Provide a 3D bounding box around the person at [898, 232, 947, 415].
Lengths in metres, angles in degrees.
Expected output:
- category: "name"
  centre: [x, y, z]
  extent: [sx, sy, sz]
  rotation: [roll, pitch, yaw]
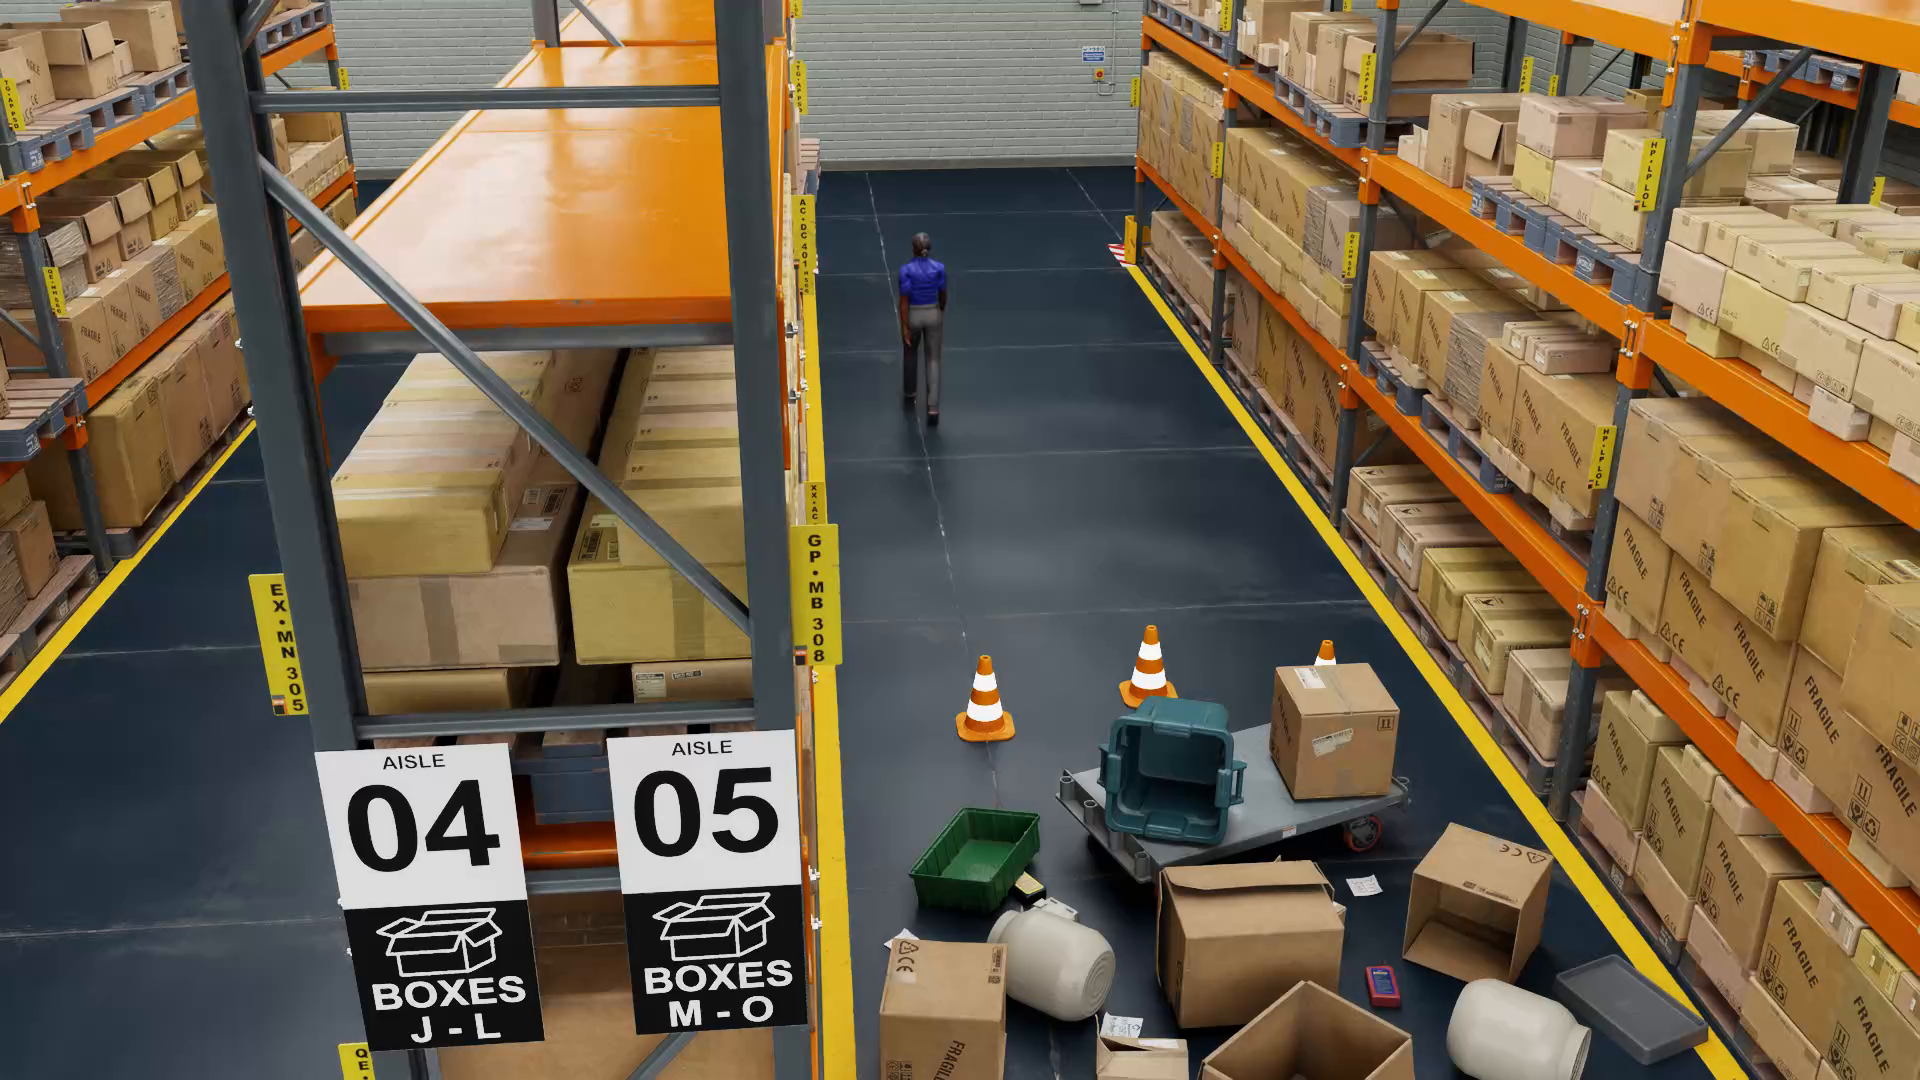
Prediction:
- category: "person"
  centre: [-0.328, -1.955, 14.726]
  extent: [0.438, 1.599, 0.994]
  rotation: [-2, 24, -4]
